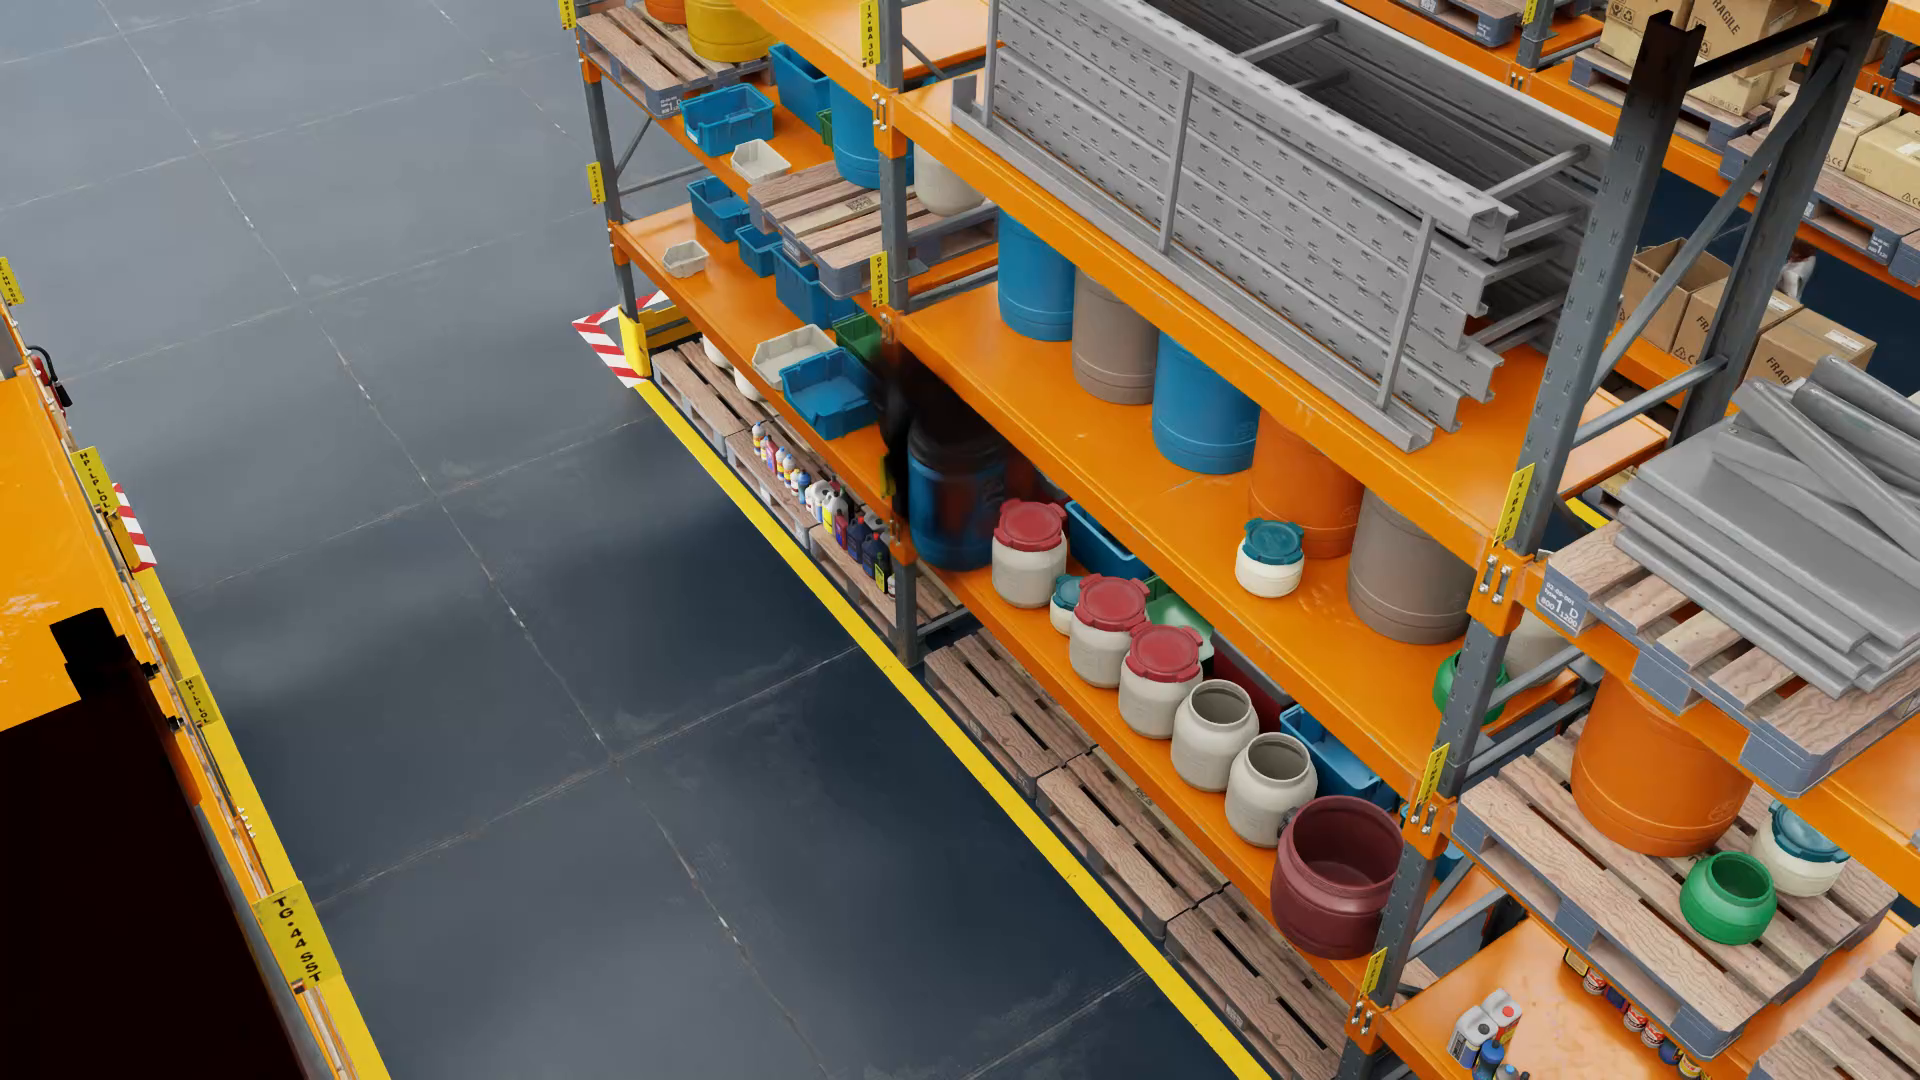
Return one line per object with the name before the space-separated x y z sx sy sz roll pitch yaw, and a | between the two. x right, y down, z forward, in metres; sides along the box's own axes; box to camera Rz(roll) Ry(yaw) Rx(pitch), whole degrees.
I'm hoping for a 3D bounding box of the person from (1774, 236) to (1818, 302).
person | 6.114 -1.738 12.544 0.374 1.478 0.867 -19 46 -20
